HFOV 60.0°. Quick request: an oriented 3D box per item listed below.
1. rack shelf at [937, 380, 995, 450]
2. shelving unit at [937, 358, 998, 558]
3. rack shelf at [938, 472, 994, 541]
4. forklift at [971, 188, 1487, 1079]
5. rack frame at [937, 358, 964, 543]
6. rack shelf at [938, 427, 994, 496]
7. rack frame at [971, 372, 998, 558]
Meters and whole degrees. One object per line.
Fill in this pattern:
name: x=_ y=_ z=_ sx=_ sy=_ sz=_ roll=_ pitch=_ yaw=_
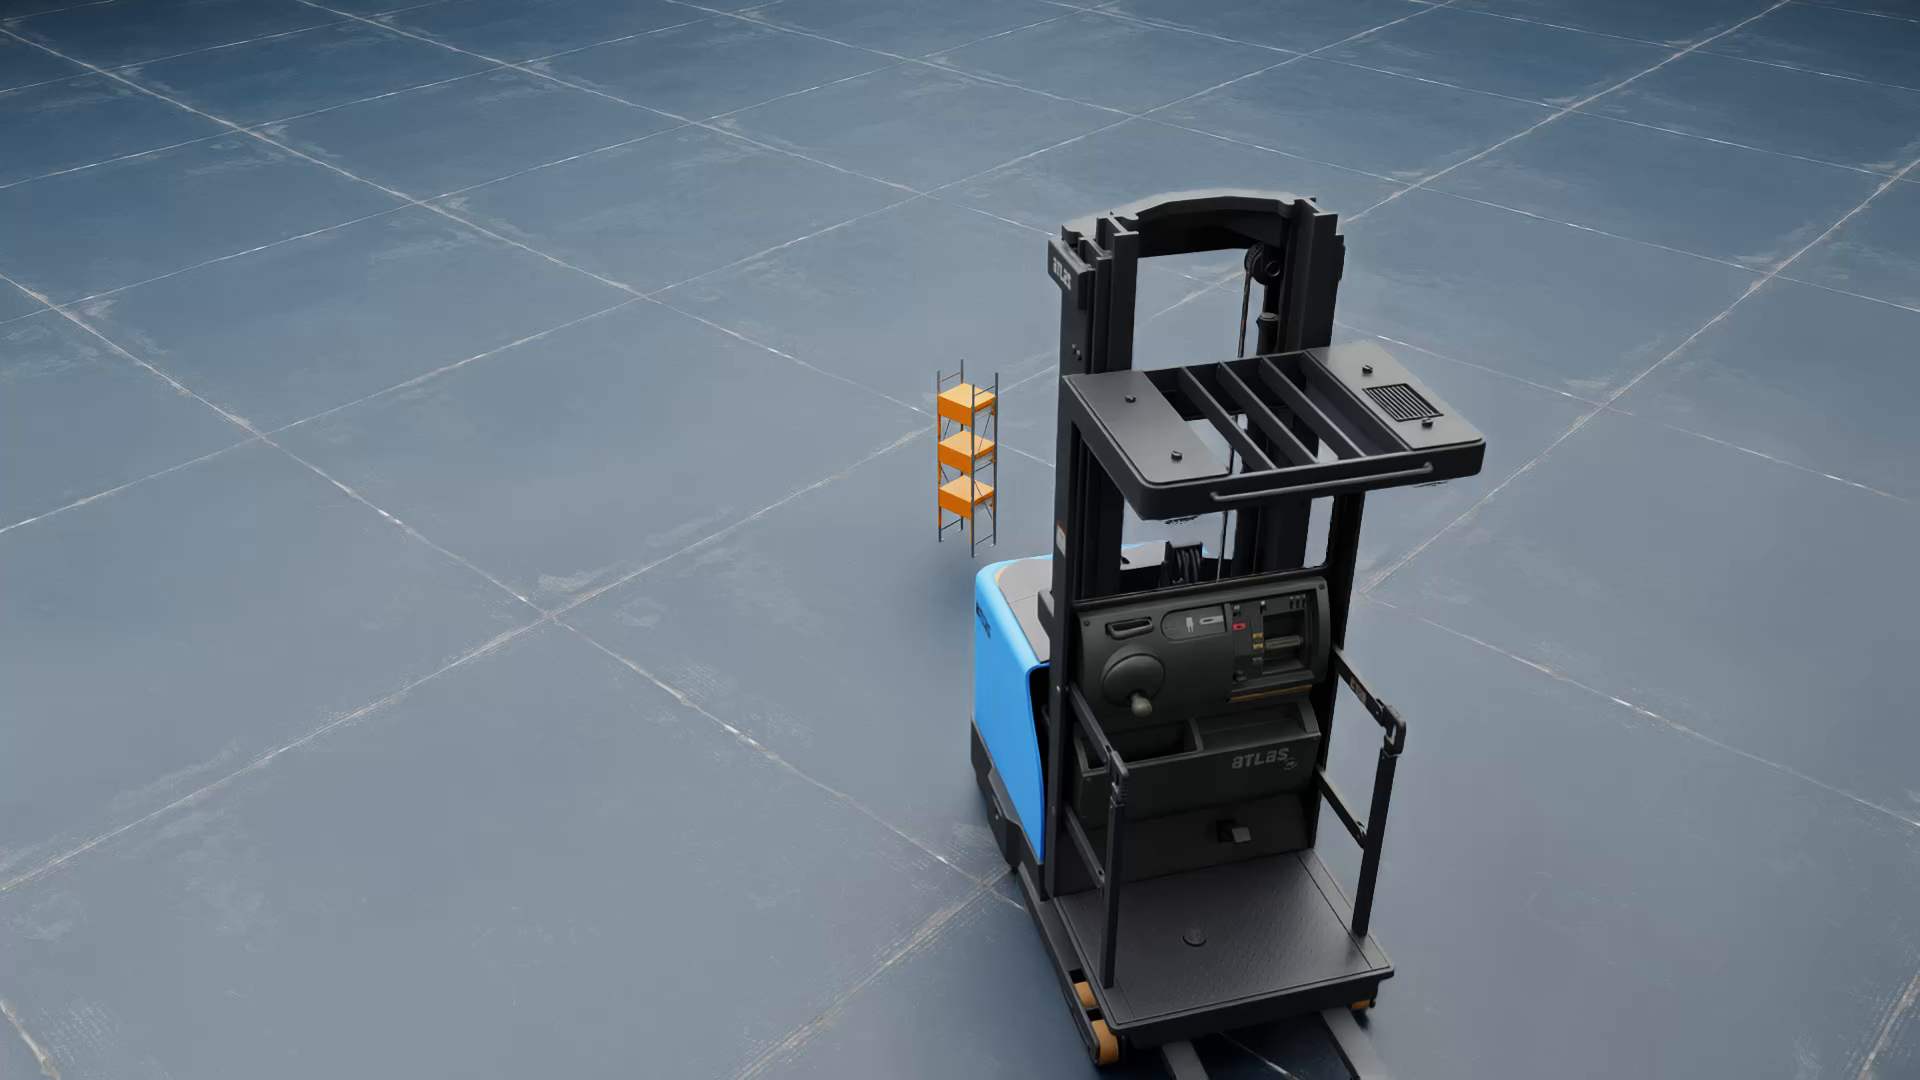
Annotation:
rack shelf: x=0.040 y=-0.665 z=8.808 sx=0.240 sy=0.259 sz=0.215 roll=25 pitch=39 yaw=35
shelving unit: x=0.040 y=-0.431 z=8.948 sx=0.252 sy=1.050 sz=0.215 roll=25 pitch=39 yaw=35
rack shelf: x=0.040 y=-0.184 z=9.097 sx=0.240 sy=0.259 sz=0.215 roll=25 pitch=39 yaw=35
forklift: x=0.927 y=0.434 z=5.687 sx=1.130 sy=2.935 sz=3.031 roll=-8 pitch=32 yaw=-13
rack frame: x=-0.051 y=-0.473 z=9.019 sx=0.008 sy=1.050 sz=0.200 roll=25 pitch=39 yaw=35
rack shelf: x=0.040 y=-0.422 z=8.954 sx=0.240 sy=0.259 sz=0.215 roll=25 pitch=39 yaw=35
rack frame: x=0.130 y=-0.389 z=8.878 sx=0.008 sy=1.050 sz=0.200 roll=25 pitch=39 yaw=35
